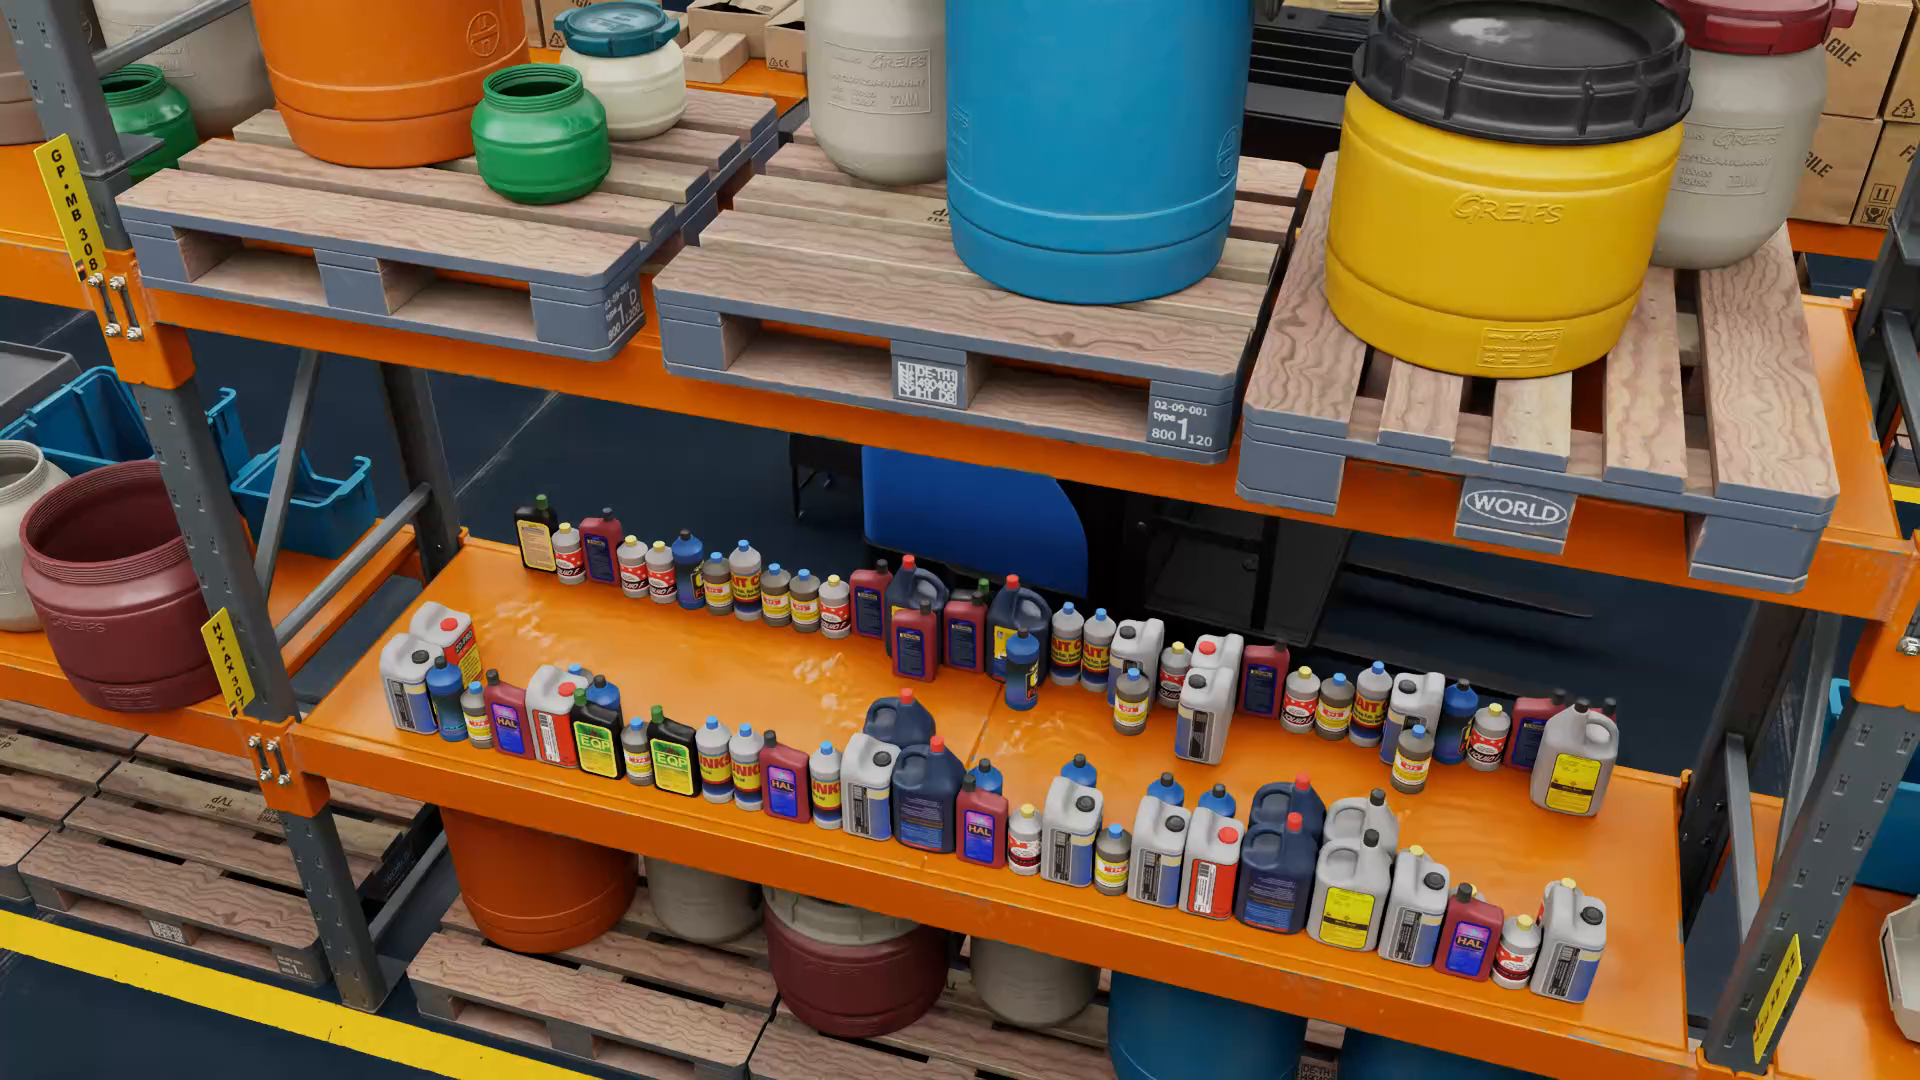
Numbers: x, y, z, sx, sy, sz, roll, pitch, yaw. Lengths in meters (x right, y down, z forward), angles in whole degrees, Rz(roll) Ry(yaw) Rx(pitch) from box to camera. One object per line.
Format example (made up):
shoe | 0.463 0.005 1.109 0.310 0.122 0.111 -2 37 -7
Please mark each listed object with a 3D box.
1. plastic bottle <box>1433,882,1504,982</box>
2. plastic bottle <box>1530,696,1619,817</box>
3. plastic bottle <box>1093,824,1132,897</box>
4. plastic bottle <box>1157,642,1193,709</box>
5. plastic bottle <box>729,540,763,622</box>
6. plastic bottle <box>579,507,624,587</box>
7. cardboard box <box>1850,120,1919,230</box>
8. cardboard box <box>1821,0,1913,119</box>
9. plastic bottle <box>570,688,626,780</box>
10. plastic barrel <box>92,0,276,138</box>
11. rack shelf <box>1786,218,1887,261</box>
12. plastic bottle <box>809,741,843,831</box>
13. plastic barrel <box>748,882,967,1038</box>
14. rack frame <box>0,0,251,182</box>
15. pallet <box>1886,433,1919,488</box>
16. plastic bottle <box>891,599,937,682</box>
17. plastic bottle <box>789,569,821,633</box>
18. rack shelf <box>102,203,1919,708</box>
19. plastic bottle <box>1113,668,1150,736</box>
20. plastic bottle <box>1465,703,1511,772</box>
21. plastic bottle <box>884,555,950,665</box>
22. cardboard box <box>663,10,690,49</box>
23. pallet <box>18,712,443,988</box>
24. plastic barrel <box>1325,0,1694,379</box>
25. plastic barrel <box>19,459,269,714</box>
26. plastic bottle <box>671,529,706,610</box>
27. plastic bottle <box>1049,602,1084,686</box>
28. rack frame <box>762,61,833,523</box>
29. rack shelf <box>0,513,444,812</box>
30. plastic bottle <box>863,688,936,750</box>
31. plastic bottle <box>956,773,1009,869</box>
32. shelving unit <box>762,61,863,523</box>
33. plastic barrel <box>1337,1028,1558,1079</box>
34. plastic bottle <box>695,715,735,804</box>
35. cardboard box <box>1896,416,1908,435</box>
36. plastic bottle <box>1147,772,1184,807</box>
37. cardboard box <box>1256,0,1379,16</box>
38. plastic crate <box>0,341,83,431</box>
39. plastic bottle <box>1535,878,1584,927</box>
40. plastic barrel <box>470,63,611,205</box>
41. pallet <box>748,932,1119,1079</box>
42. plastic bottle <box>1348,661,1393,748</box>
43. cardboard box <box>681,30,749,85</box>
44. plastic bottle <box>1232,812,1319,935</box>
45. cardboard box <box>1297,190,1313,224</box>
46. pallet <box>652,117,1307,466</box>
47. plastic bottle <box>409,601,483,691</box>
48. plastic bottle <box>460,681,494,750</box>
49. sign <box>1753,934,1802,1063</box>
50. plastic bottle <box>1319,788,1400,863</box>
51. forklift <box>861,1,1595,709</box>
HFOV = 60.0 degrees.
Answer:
plastic bottle | 1.238 0.948 4.030 0.133 0.283 0.061 10 38 14
plastic bottle | 1.667 0.570 4.487 0.185 0.351 0.144 10 38 14
plastic bottle | 0.395 0.813 4.282 0.097 0.201 0.097 0 36 0
plastic bottle | 0.631 0.385 4.863 0.097 0.201 0.097 0 36 0
plastic bottle | -0.663 0.118 5.168 0.097 0.271 0.097 0 36 0
plastic bottle | -1.139 0.013 5.300 0.133 0.283 0.061 10 38 14
cardboard box | 4.321 -1.707 7.454 0.500 0.500 0.500 11 38 15
cardboard box | 3.792 -2.200 7.281 0.500 0.500 0.500 11 38 15
plastic bottle | -1.000 0.533 4.594 0.133 0.283 0.061 10 38 14
plastic barrel | -2.078 -1.386 4.478 0.421 0.512 0.421 0 36 0
rack shelf | 5.335 -1.356 7.669 4.000 0.370 1.077 10 38 14
plastic bottle | -0.351 0.647 4.449 0.097 0.271 0.097 0 36 0
plastic barrel | -0.323 1.174 5.305 0.708 0.588 0.600 10 38 14
rack frame | -1.873 -2.321 3.312 0.127 3.000 1.000 10 38 14
pallet | 5.249 -0.540 8.306 1.213 0.211 1.003 10 38 14
plastic bottle | -0.135 0.289 4.926 0.133 0.283 0.061 10 38 14
plastic bottle | -0.477 0.180 5.142 0.097 0.201 0.097 0 36 0
rack shelf | 0.036 -0.469 3.934 4.000 0.370 1.077 10 38 14
plastic bottle | 0.492 0.454 4.770 0.097 0.201 0.097 0 36 0
plastic bottle | 1.479 0.543 4.650 0.097 0.201 0.097 0 36 0
plastic bottle | -0.129 0.199 4.991 0.185 0.351 0.144 10 38 14
cardboard box | -1.626 -2.799 9.234 0.250 0.149 0.380 13 38 17
pallet | -2.601 1.060 6.132 1.213 0.211 1.003 10 38 14
plastic barrel | 1.013 -0.697 3.123 0.600 0.588 0.600 0 36 0
plastic barrel | -2.406 0.130 4.928 0.708 0.536 0.600 10 38 14
plastic bottle | -0.849 0.083 5.215 0.097 0.271 0.097 0 36 0
plastic bottle | 0.316 0.299 4.922 0.097 0.271 0.097 0 36 0
rack frame | -0.704 -1.036 7.386 0.015 2.100 0.400 14 39 18
rack shelf | -3.782 0.032 5.783 4.000 0.370 1.077 10 38 14
plastic bottle | -0.164 0.540 4.527 0.185 0.351 0.144 10 38 14
plastic bottle | 0.058 0.729 4.327 0.133 0.283 0.061 10 38 14
shelving unit | -0.479 -0.981 7.311 0.503 2.100 0.431 14 39 18
plastic barrel | 1.431 1.373 4.770 0.708 0.901 0.600 10 38 14
plastic bottle | -0.665 0.589 4.528 0.097 0.271 0.097 0 36 0
cardboard box | 4.591 -0.692 8.178 0.250 0.166 0.380 10 38 14
plastic bottle | 0.533 0.716 4.355 0.097 0.271 0.097 0 36 0
cardboard box | 1.721 -2.486 8.159 0.500 0.500 0.700 2 36 2
plastic crate | -3.324 -0.389 5.694 0.583 0.464 0.402 10 38 14
plastic bottle | 1.492 0.922 4.135 0.097 0.201 0.097 0 36 0
plastic barrel | -0.930 -0.902 3.691 0.294 0.245 0.294 0 36 0
pallet | 0.053 1.551 5.465 1.213 0.211 1.003 10 38 14
plastic bottle | 1.165 0.456 4.708 0.097 0.271 0.097 0 36 0
cardboard box | -1.333 -2.608 8.975 0.250 0.149 0.380 10 38 14
plastic bottle | 0.794 0.812 4.157 0.185 0.351 0.144 10 38 14
cardboard box | 2.082 -1.872 8.868 0.500 0.250 0.500 11 38 14
pallet | 0.084 -0.612 3.679 1.213 0.211 1.003 10 38 14
plastic bottle | -1.511 0.319 4.891 0.135 0.276 0.152 10 38 14
plastic bottle | -1.361 0.488 4.724 0.097 0.201 0.097 0 36 0
sign | 1.779 1.002 3.625 0.005 0.325 0.100 10 38 14
plastic bottle | 1.013 0.763 4.224 0.185 0.351 0.144 10 38 14
forklift | 1.137 -0.871 6.461 3.031 2.935 1.130 14 39 18
